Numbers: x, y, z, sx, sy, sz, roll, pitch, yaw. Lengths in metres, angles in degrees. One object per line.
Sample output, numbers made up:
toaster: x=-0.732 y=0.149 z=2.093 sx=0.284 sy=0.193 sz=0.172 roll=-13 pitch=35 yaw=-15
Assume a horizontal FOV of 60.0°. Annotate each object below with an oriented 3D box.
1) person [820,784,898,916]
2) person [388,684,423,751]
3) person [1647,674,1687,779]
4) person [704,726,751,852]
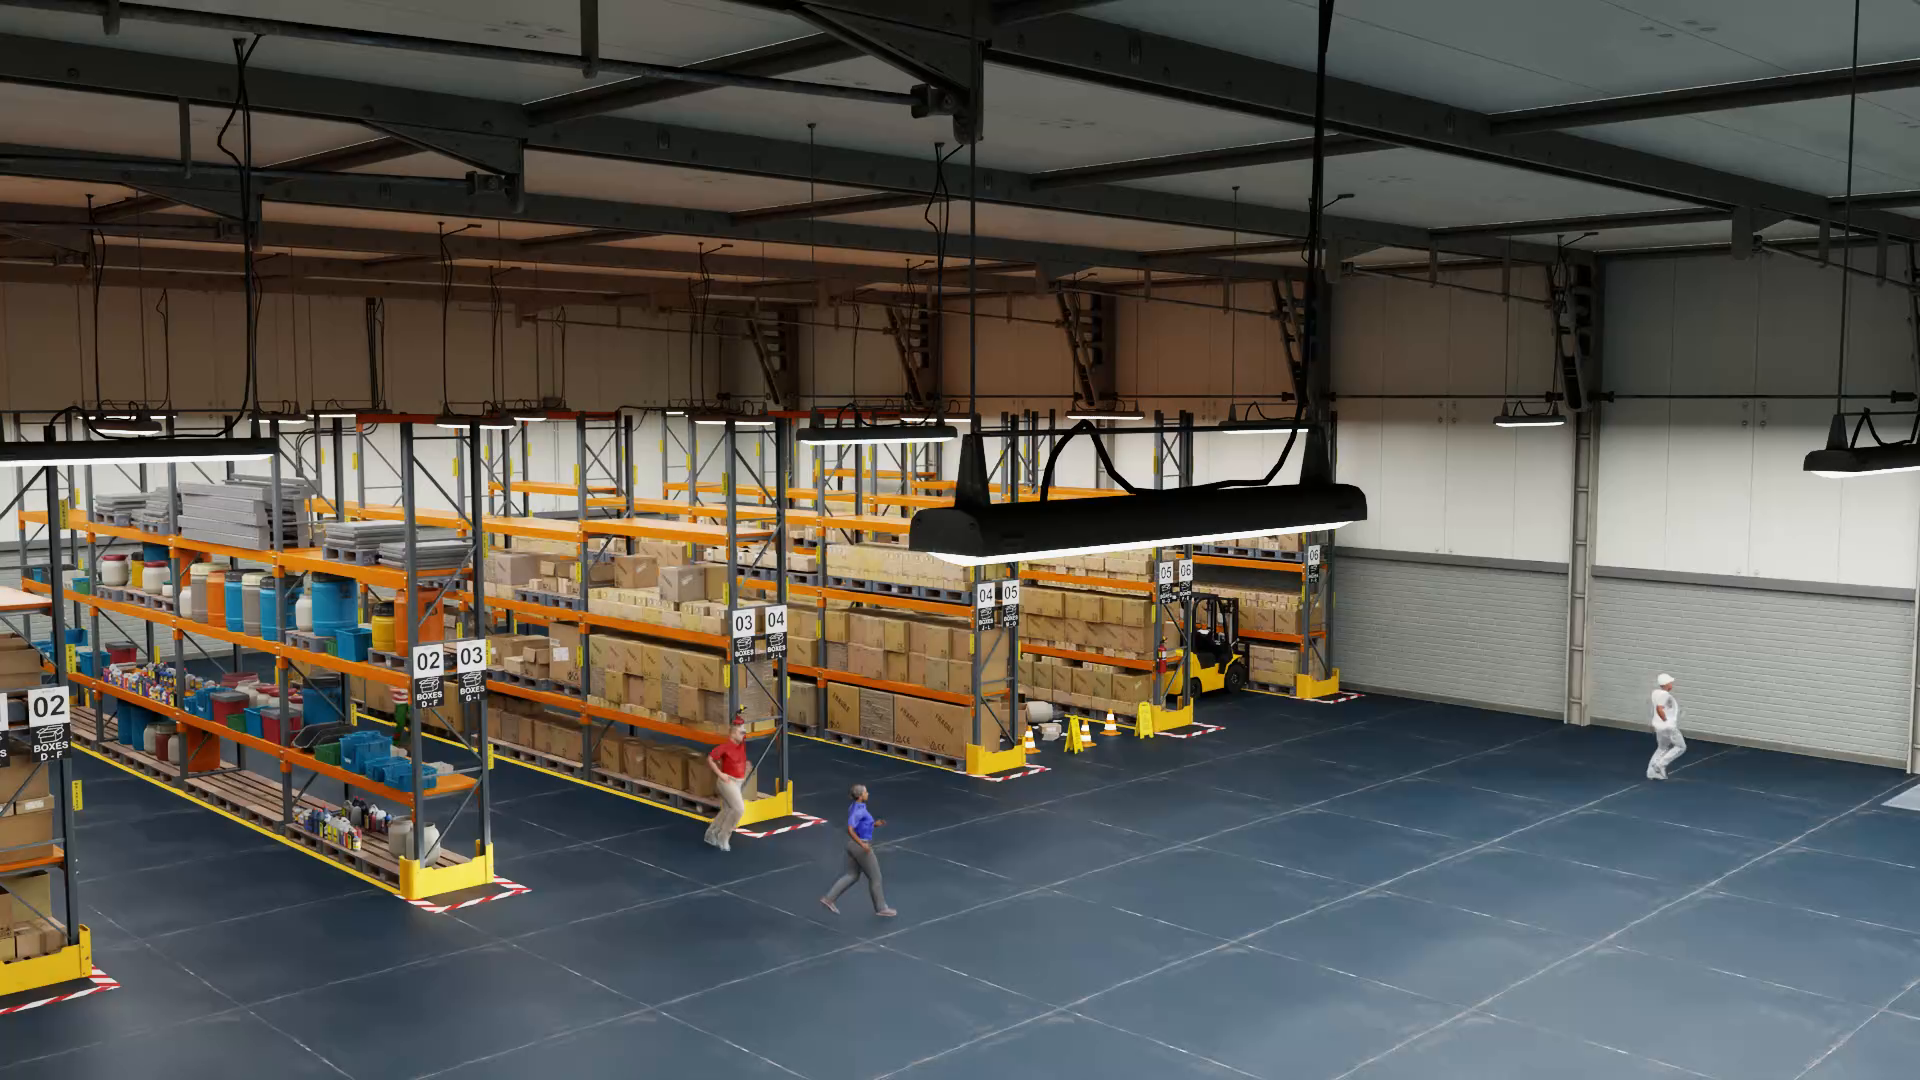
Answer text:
person: x=-1.212 y=3.747 z=20.030 sx=0.942 sy=1.641 sz=0.577 roll=-2 pitch=5 yaw=-21
person: x=-9.794 y=2.900 z=29.404 sx=0.747 sy=1.816 sz=0.608 roll=4 pitch=7 yaw=41
person: x=11.654 y=3.069 z=27.356 sx=0.634 sy=1.738 sz=0.668 roll=0 pitch=5 yaw=0
person: x=-3.257 y=3.483 z=23.431 sx=0.663 sy=1.720 sz=0.756 roll=2 pitch=5 yaw=18
